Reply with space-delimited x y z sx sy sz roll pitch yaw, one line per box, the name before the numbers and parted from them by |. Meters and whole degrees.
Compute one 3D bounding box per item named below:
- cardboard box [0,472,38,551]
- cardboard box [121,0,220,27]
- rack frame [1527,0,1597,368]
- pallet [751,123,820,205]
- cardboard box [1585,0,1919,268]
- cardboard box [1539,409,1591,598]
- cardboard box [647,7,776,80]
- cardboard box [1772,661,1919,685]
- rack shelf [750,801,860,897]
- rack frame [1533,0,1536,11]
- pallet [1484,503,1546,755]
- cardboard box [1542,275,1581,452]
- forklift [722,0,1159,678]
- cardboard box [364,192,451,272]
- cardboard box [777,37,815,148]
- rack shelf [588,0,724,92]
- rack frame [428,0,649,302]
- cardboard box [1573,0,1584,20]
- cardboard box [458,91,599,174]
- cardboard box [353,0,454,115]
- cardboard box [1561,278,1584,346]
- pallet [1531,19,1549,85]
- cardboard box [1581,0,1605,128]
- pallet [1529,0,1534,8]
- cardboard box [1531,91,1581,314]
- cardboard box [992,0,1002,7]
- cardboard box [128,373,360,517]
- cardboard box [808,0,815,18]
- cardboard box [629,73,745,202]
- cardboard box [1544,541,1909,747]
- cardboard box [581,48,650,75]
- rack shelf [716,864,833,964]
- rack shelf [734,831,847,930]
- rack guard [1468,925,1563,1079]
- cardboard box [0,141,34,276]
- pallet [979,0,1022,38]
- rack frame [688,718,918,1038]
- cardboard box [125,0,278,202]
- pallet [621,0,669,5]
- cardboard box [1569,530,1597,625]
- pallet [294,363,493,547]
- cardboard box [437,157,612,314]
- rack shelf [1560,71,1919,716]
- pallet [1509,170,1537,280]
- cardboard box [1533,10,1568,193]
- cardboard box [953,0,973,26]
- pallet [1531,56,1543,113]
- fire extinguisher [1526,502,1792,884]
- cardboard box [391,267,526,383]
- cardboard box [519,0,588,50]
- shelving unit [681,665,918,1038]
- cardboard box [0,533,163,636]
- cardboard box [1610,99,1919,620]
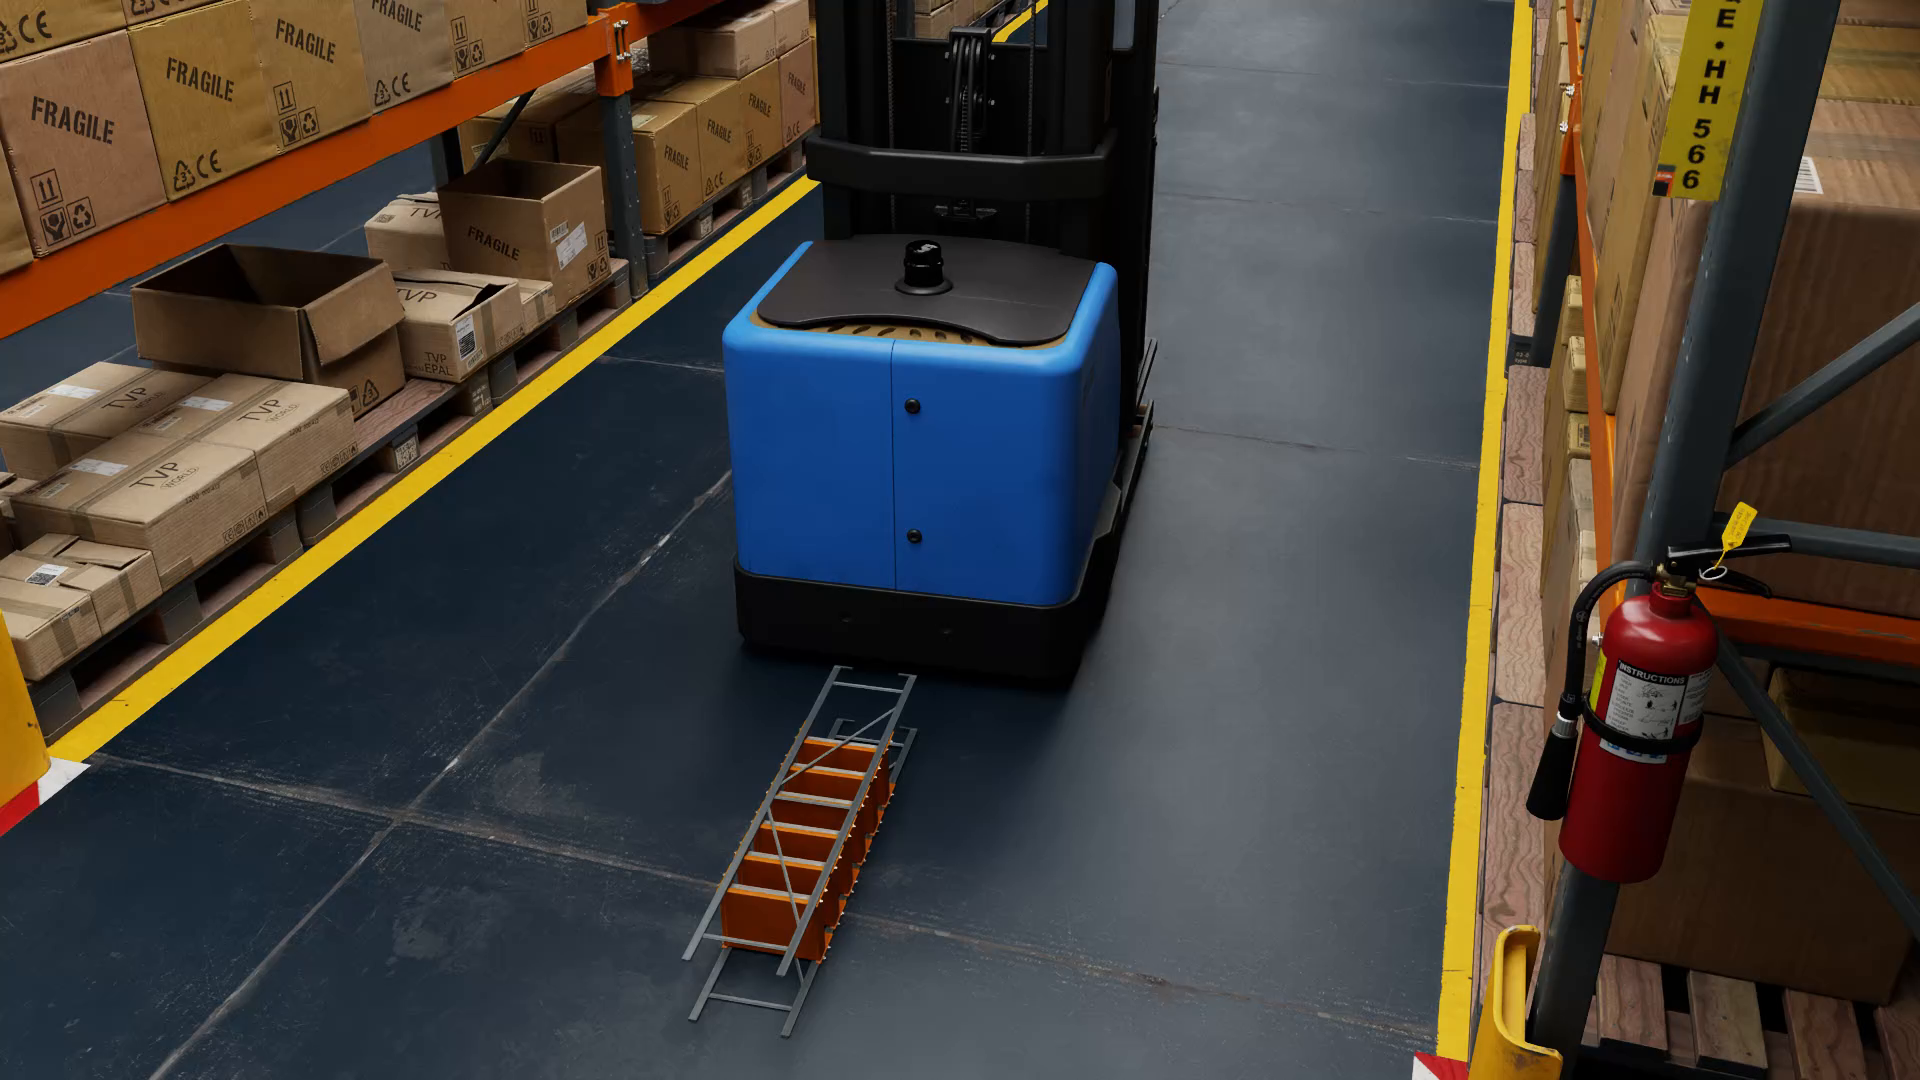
cardboard box | -3.009 -0.080 5.270 0.380 0.166 0.250 8 30 15
cardboard box | -2.458 -1.788 4.747 0.500 0.500 0.500 9 30 16
rack frame | 2.773 -1.817 5.930 1.000 3.000 0.127 8 30 15
pallet | -1.405 -2.255 9.587 1.003 0.211 1.213 8 30 15
cardboard box | 2.174 -1.020 4.189 0.980 0.700 0.700 7 30 12
cardboard box | 2.152 -0.104 4.990 0.700 0.500 0.500 9 30 16
cardboard box | -1.295 -2.604 8.693 0.500 0.250 0.500 9 30 15
cardboard box | 2.011 0.179 3.814 0.380 0.149 0.250 9 30 15
rack shelf | -0.386 0.773 4.160 0.258 0.180 0.103 6 30 11
rack frame | 5.121 -5.534 12.613 1.000 3.000 0.127 8 30 15
pallet | 2.119 0.313 4.970 1.003 0.211 1.213 8 30 15
cardboard box | 2.455 -0.575 5.837 0.700 0.500 0.500 9 30 16
forklift | 0.132 -1.577 5.569 1.130 2.935 3.031 6 30 11
cardboard box | -2.294 -1.375 7.449 0.500 0.311 0.500 8 30 15
cardboard box | -1.140 -2.527 9.326 0.500 0.500 0.500 7 30 13
rack shelf | -1.377 -3.137 9.043 1.077 0.370 4.000 8 30 15
rack frame | -1.964 -2.522 7.198 1.000 3.000 0.127 8 30 15
cardboard box | 2.793 -2.279 6.999 0.380 0.149 0.250 9 30 15
cardboard box | -2.093 -1.892 8.184 0.500 0.500 0.500 8 30 15
cardboard box | -2.164 -1.818 5.829 0.500 0.500 0.500 9 30 16
cardboard box | 2.180 -0.725 5.440 0.380 0.149 0.250 10 30 17
pallet | 4.538 -3.385 11.618 1.003 0.211 1.213 8 30 15
cardboard box | 2.598 -1.698 5.408 0.980 0.700 0.700 9 30 16
pallet | 5.284 -4.633 13.861 1.003 0.211 1.213 8 30 15
cardboard box | 2.839 -1.381 6.927 0.750 0.750 0.750 9 30 15
cardboard box | 0.089 -4.278 12.752 0.500 0.250 0.500 9 30 16
cardboard box | -2.414 -0.330 5.634 0.500 0.250 0.500 8 30 15
cardboard box | -0.852 -3.313 9.968 0.500 0.250 0.500 10 31 17
cardboard box | -1.443 -2.061 8.488 0.500 0.500 0.500 9 30 16
cardboard box | 1.855 0.379 4.123 0.700 0.500 0.500 8 30 15
cardboard box | -1.792 -2.353 9.014 0.500 0.500 0.500 9 30 15
rack shelf | -0.439 0.888 3.956 0.258 0.180 0.103 6 30 11
rack shelf | -0.412 0.831 4.058 0.258 0.180 0.103 6 30 11
rack guard | 1.592 1.146 3.176 1.175 0.500 0.348 8 30 15
cardboard box | -2.756 -0.875 4.135 0.500 0.500 0.500 9 30 16
pallet | -0.151 -4.104 12.911 1.003 0.211 1.213 8 30 15
rack frame | -0.369 0.817 4.269 0.240 0.006 1.200 6 30 11
cardboard box | -2.459 -1.349 4.986 0.500 0.500 0.500 8 30 15
pallet | -1.625 -2.794 7.884 1.003 0.211 1.213 8 30 15
cardboard box | 1.646 0.123 3.915 0.380 0.149 0.250 9 30 16
pallet | -2.523 -0.415 6.280 1.003 0.211 1.213 8 30 15
cardboard box | -1.860 -1.316 7.150 0.500 0.500 0.500 8 30 15
rack shelf | 2.186 -0.573 4.434 1.077 0.370 4.000 8 30 15
pallet | 3.284 -1.536 8.294 1.003 0.211 1.213 8 30 15
cardboard box | 3.342 -2.190 8.381 0.750 0.750 0.750 8 30 15
cardboard box | -0.208 -3.798 11.888 0.500 0.250 0.500 8 30 13
pallet | 4.178 -2.820 10.602 1.003 0.211 1.213 8 30 15
fire extinguisher | 1.113 0.243 2.690 0.296 0.674 0.183 8 30 15
cardboard box | -2.080 -0.885 6.569 0.500 0.311 0.500 8 30 15
cardboard box | -1.865 -2.297 6.690 0.500 0.500 0.500 9 30 16
shelving unit | -0.369 0.737 4.224 0.258 0.189 1.200 6 30 11
cardboard box | -2.613 0.121 4.908 0.380 0.166 0.250 8 30 15
cardboard box | 1.739 -0.327 2.944 0.980 0.700 0.700 10 31 17
